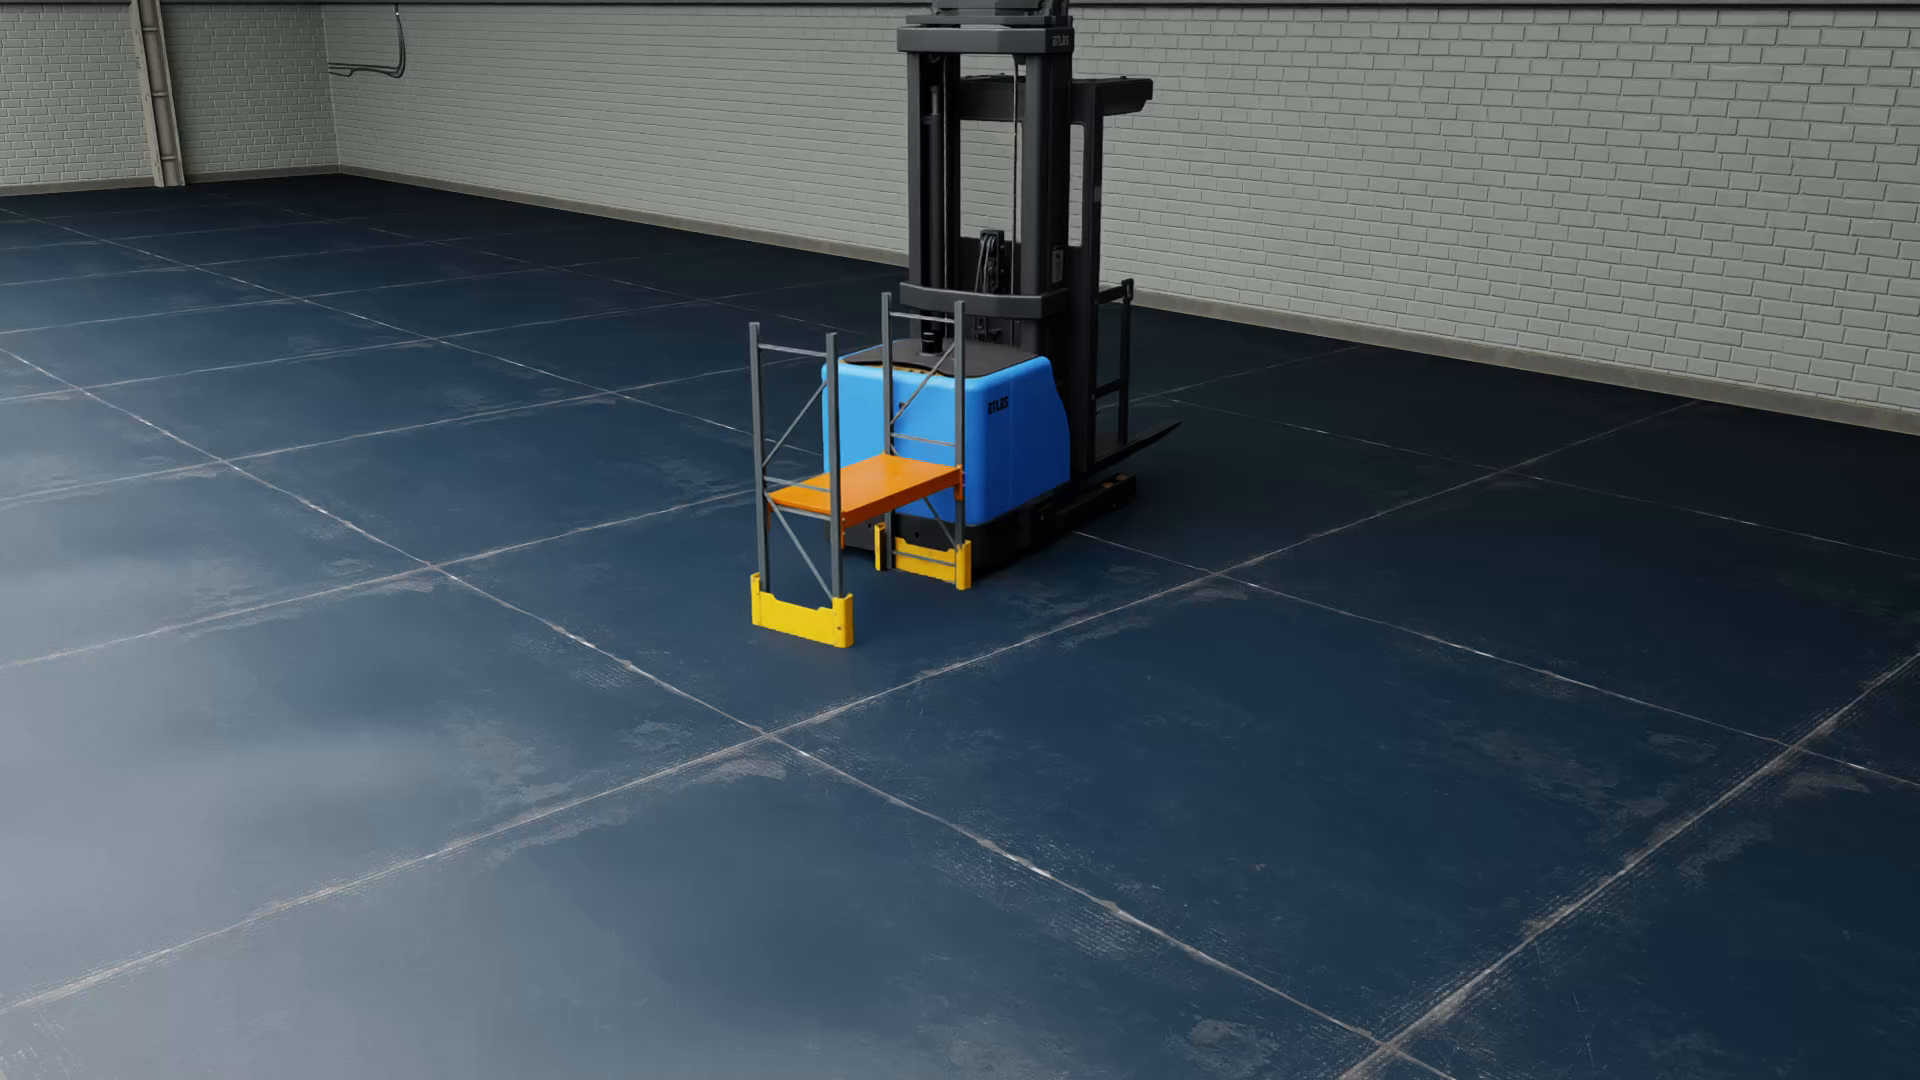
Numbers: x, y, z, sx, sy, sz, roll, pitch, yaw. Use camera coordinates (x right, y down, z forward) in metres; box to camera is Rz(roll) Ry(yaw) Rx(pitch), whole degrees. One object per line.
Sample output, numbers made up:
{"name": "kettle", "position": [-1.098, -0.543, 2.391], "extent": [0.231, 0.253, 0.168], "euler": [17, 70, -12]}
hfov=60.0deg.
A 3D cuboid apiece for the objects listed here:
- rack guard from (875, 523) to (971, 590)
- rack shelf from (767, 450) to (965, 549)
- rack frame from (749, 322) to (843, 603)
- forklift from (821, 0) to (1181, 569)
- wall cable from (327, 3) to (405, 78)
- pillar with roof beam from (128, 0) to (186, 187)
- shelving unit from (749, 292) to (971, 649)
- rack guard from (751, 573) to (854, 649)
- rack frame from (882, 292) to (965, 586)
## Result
{"name": "rack guard", "position": [-0.199, 0.085, 8.819], "extent": [0.587, 0.250, 0.087], "euler": [12, 22, 33]}
{"name": "rack shelf", "position": [-0.477, -0.215, 8.299], "extent": [0.538, 0.185, 1.000], "euler": [12, 22, 33]}
{"name": "rack frame", "position": [-0.766, -0.257, 7.845], "extent": [0.500, 1.500, 0.032], "euler": [12, 22, 33]}
{"name": "forklift", "position": [0.429, -1.644, 9.802], "extent": [1.130, 2.935, 3.031], "euler": [11, 21, 30]}
{"name": "wall cable", "position": [-10.106, -9.036, 27.797], "extent": [0.112, 2.526, 3.097], "euler": [-16, 24, -41]}
{"name": "pillar with roof beam", "position": [-10.198, -9.220, 23.331], "extent": [0.400, 9.000, 9.100], "euler": [-16, 24, -41]}
{"name": "shelving unit", "position": [-0.482, -0.384, 8.236], "extent": [0.587, 1.500, 1.083], "euler": [12, 22, 33]}
{"name": "rack guard", "position": [-0.766, 0.337, 8.039], "extent": [0.587, 0.250, 0.087], "euler": [12, 22, 33]}
{"name": "rack frame", "position": [-0.188, -0.515, 8.641], "extent": [0.500, 1.500, 0.032], "euler": [12, 22, 33]}
